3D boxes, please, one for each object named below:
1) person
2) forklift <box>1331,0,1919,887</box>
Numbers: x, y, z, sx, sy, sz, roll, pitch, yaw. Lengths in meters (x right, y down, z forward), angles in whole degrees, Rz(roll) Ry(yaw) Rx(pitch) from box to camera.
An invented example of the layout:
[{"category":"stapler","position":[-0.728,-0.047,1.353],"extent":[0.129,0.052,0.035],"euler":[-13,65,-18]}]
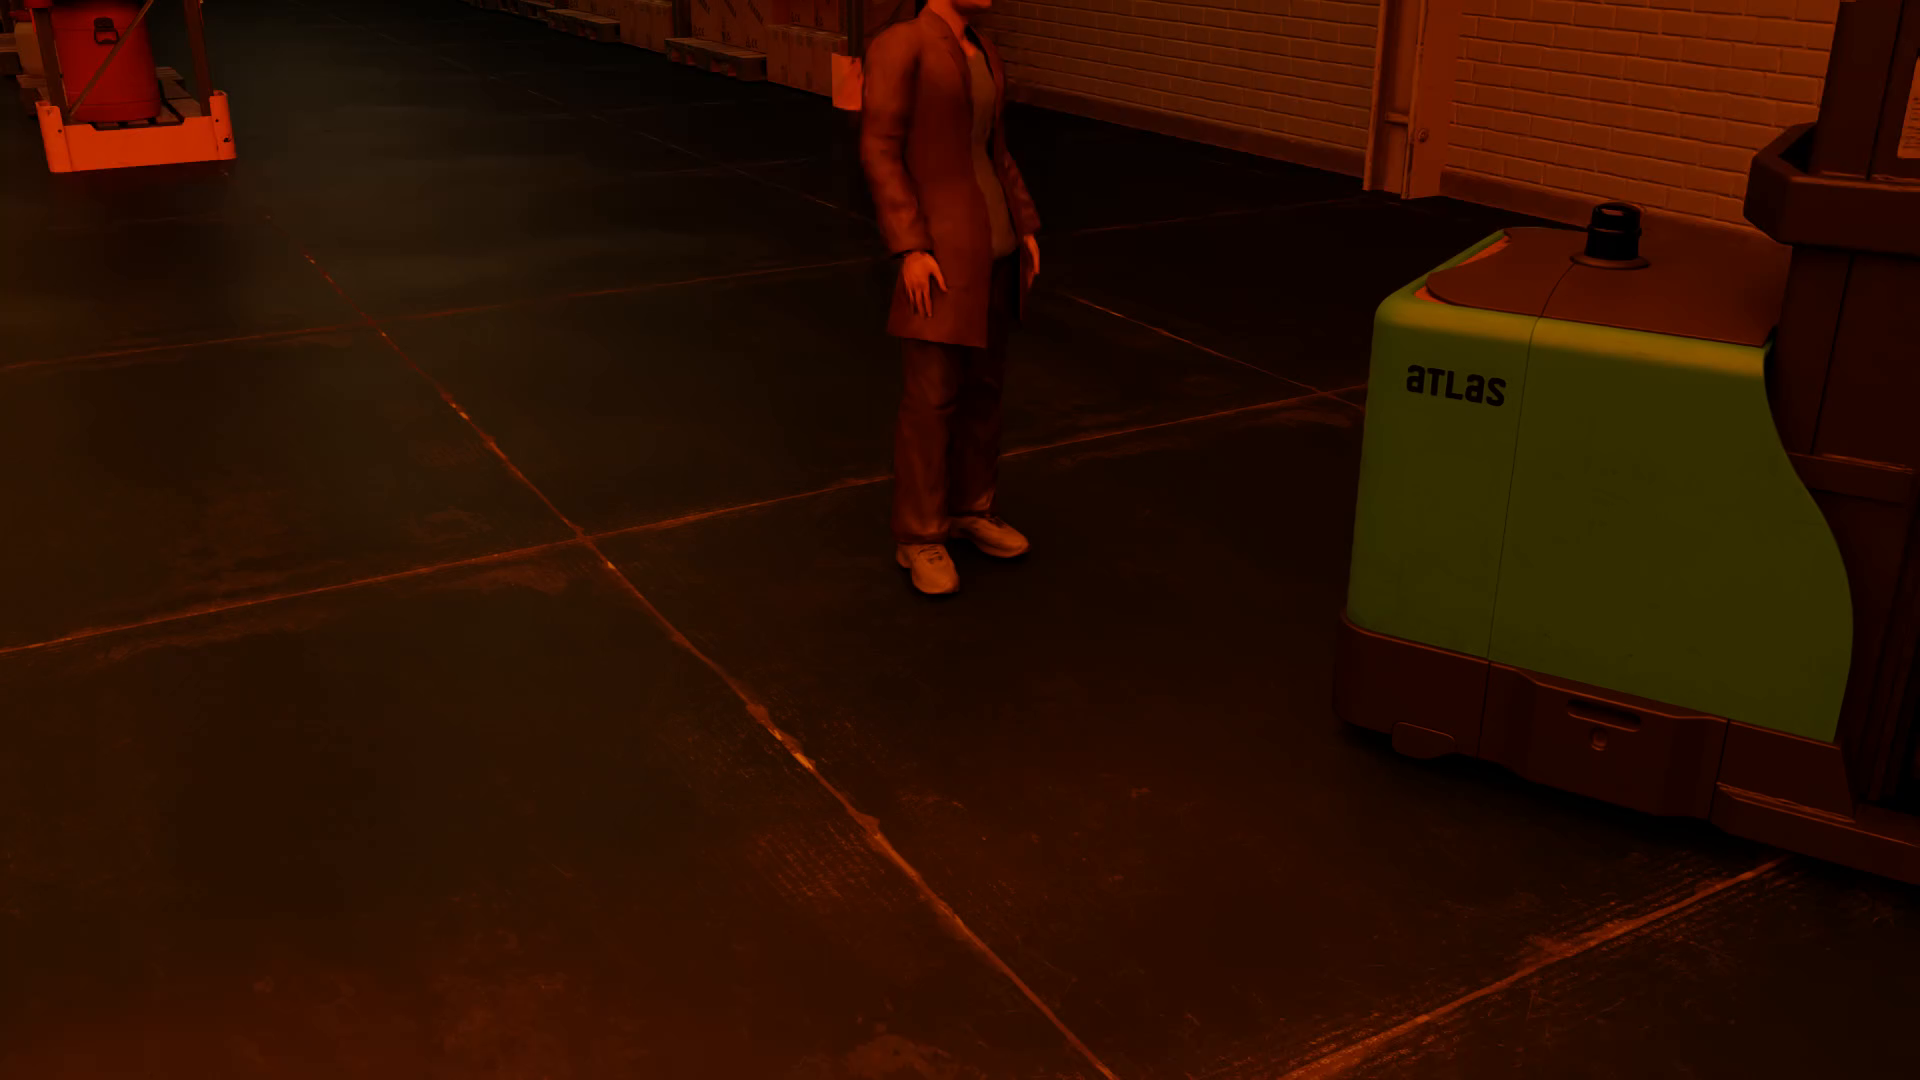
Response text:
[{"category":"person","position":[0.011,-0.804,4.746],"extent":[0.465,1.778,0.775],"euler":[14,26,31]},{"category":"forklift","position":[2.402,-0.730,3.052],"extent":[3.031,2.935,1.130],"euler":[14,26,30]}]
